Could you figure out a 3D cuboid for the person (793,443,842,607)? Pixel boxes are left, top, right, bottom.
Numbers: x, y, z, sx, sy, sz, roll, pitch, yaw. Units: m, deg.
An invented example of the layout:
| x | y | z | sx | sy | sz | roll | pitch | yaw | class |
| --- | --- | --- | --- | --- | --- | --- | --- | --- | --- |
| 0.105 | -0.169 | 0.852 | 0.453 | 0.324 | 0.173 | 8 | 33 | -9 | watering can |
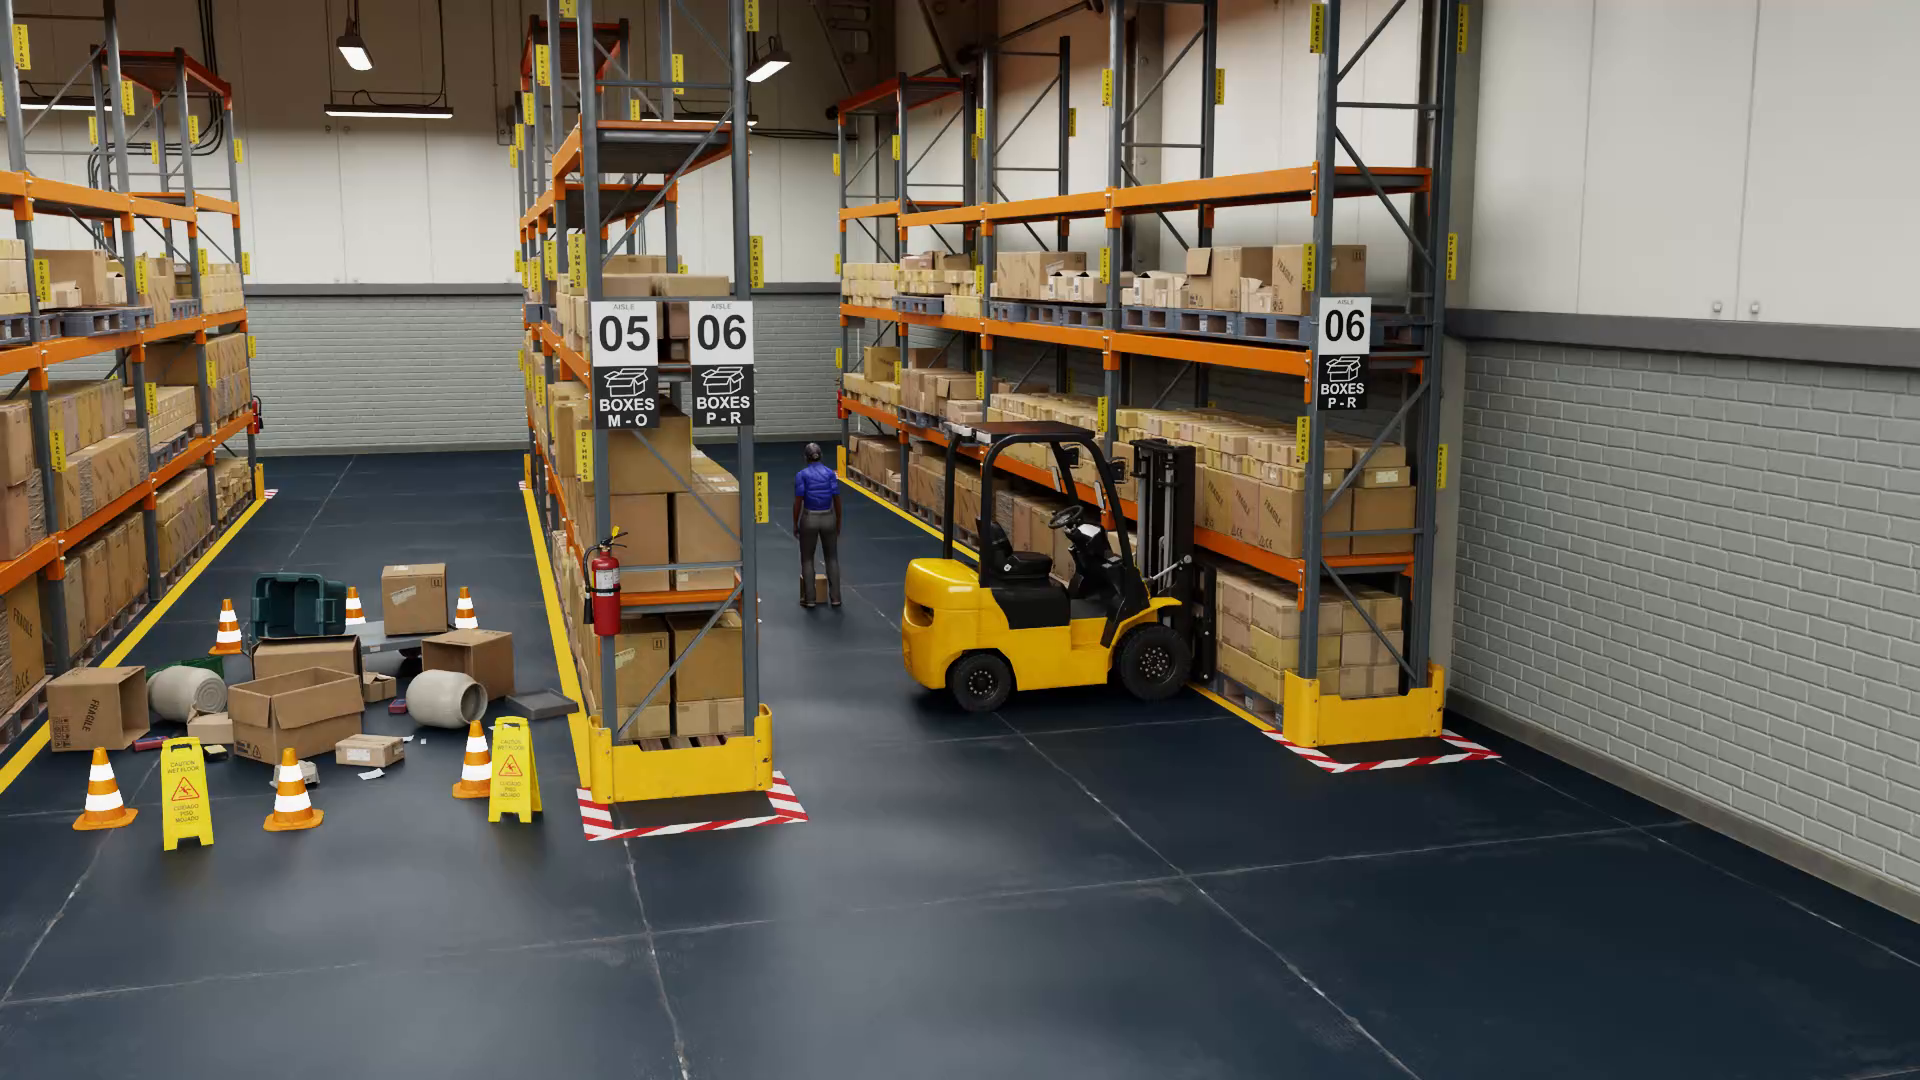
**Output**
| x | y | z | sx | sy | sz | roll | pitch | yaw | class |
| --- | --- | --- | --- | --- | --- | --- | --- | --- | --- |
| -1.436 | -0.153 | 16.825 | 0.515 | 1.654 | 0.353 | -3 | 10 | -17 | person |
